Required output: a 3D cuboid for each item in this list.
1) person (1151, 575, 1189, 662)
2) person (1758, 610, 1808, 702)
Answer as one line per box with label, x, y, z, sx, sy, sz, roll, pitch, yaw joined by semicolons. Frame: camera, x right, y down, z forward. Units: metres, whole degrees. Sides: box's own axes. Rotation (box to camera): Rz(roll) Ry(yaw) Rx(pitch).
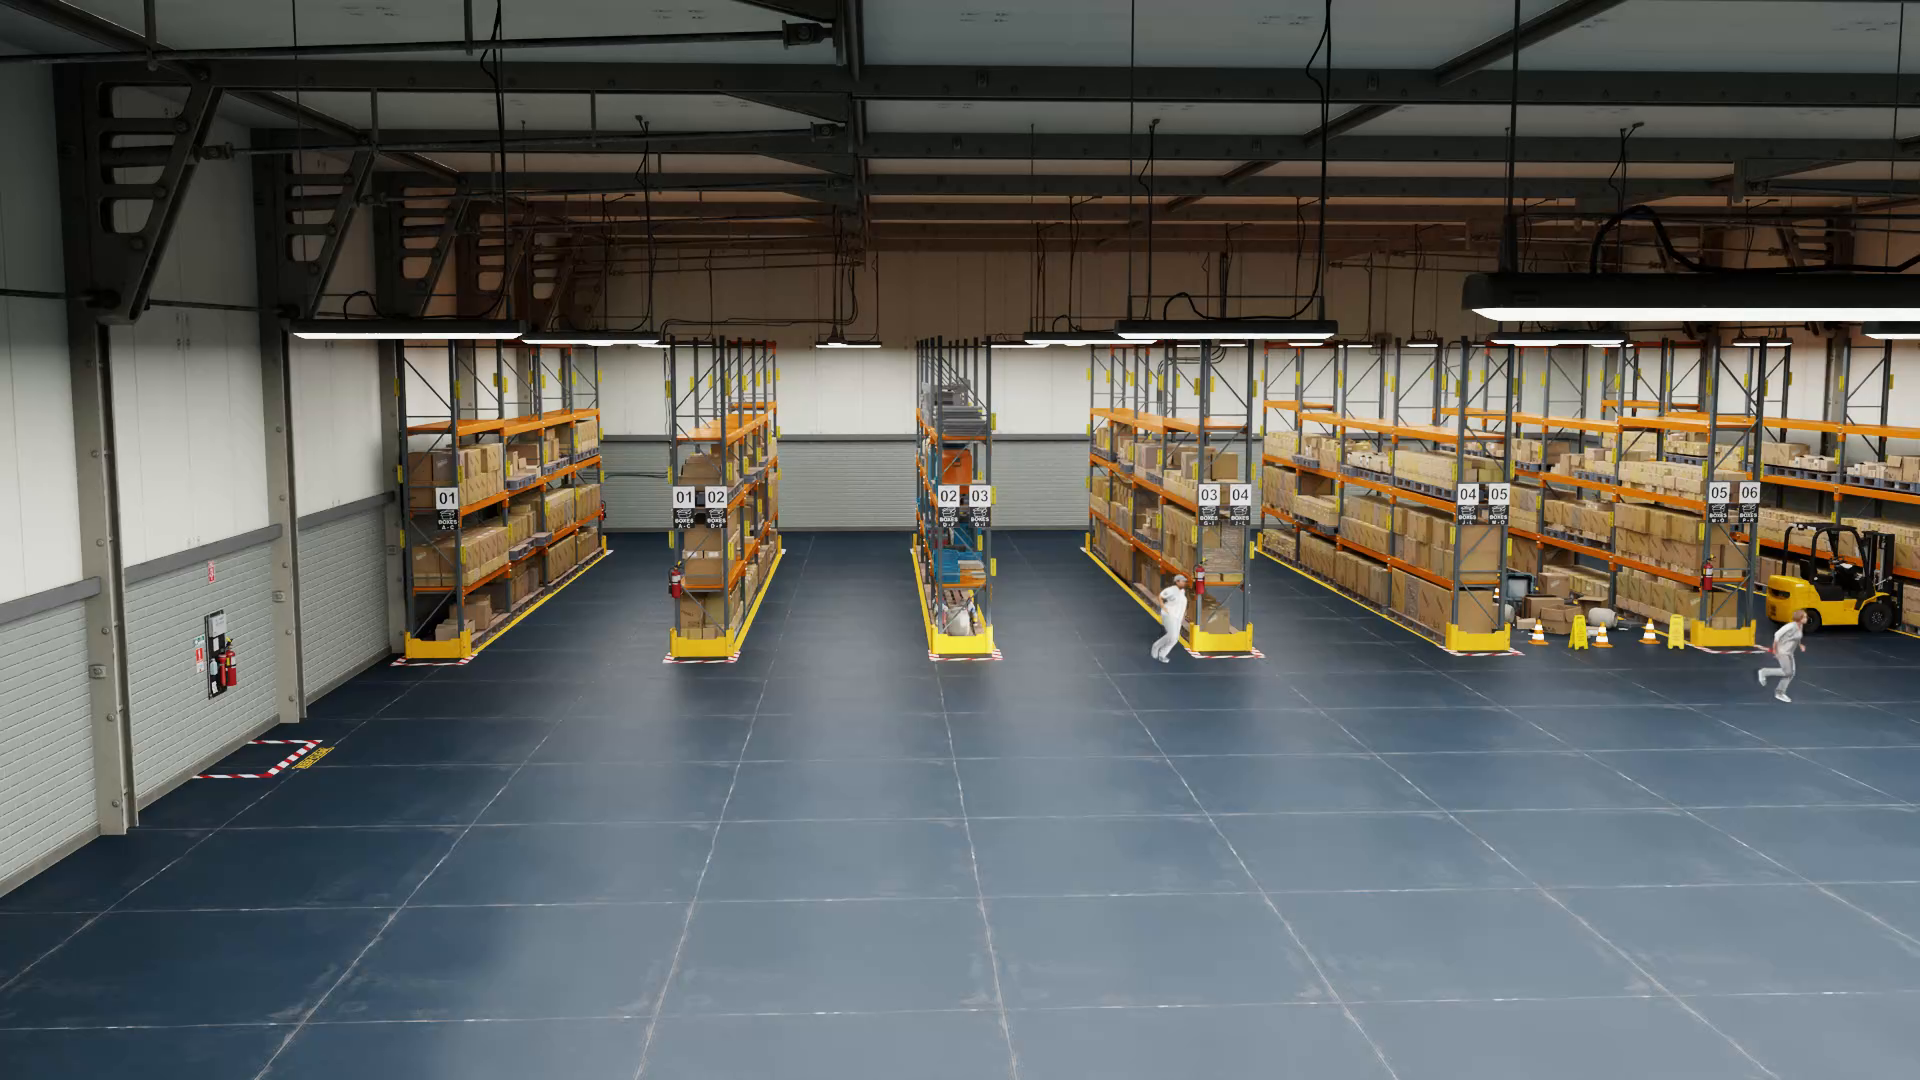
person;3.944;1.443;30.847;0.693;1.601;0.554;-6;9;-44
person;13.550;1.882;27.388;0.710;1.537;0.532;6;9;45
